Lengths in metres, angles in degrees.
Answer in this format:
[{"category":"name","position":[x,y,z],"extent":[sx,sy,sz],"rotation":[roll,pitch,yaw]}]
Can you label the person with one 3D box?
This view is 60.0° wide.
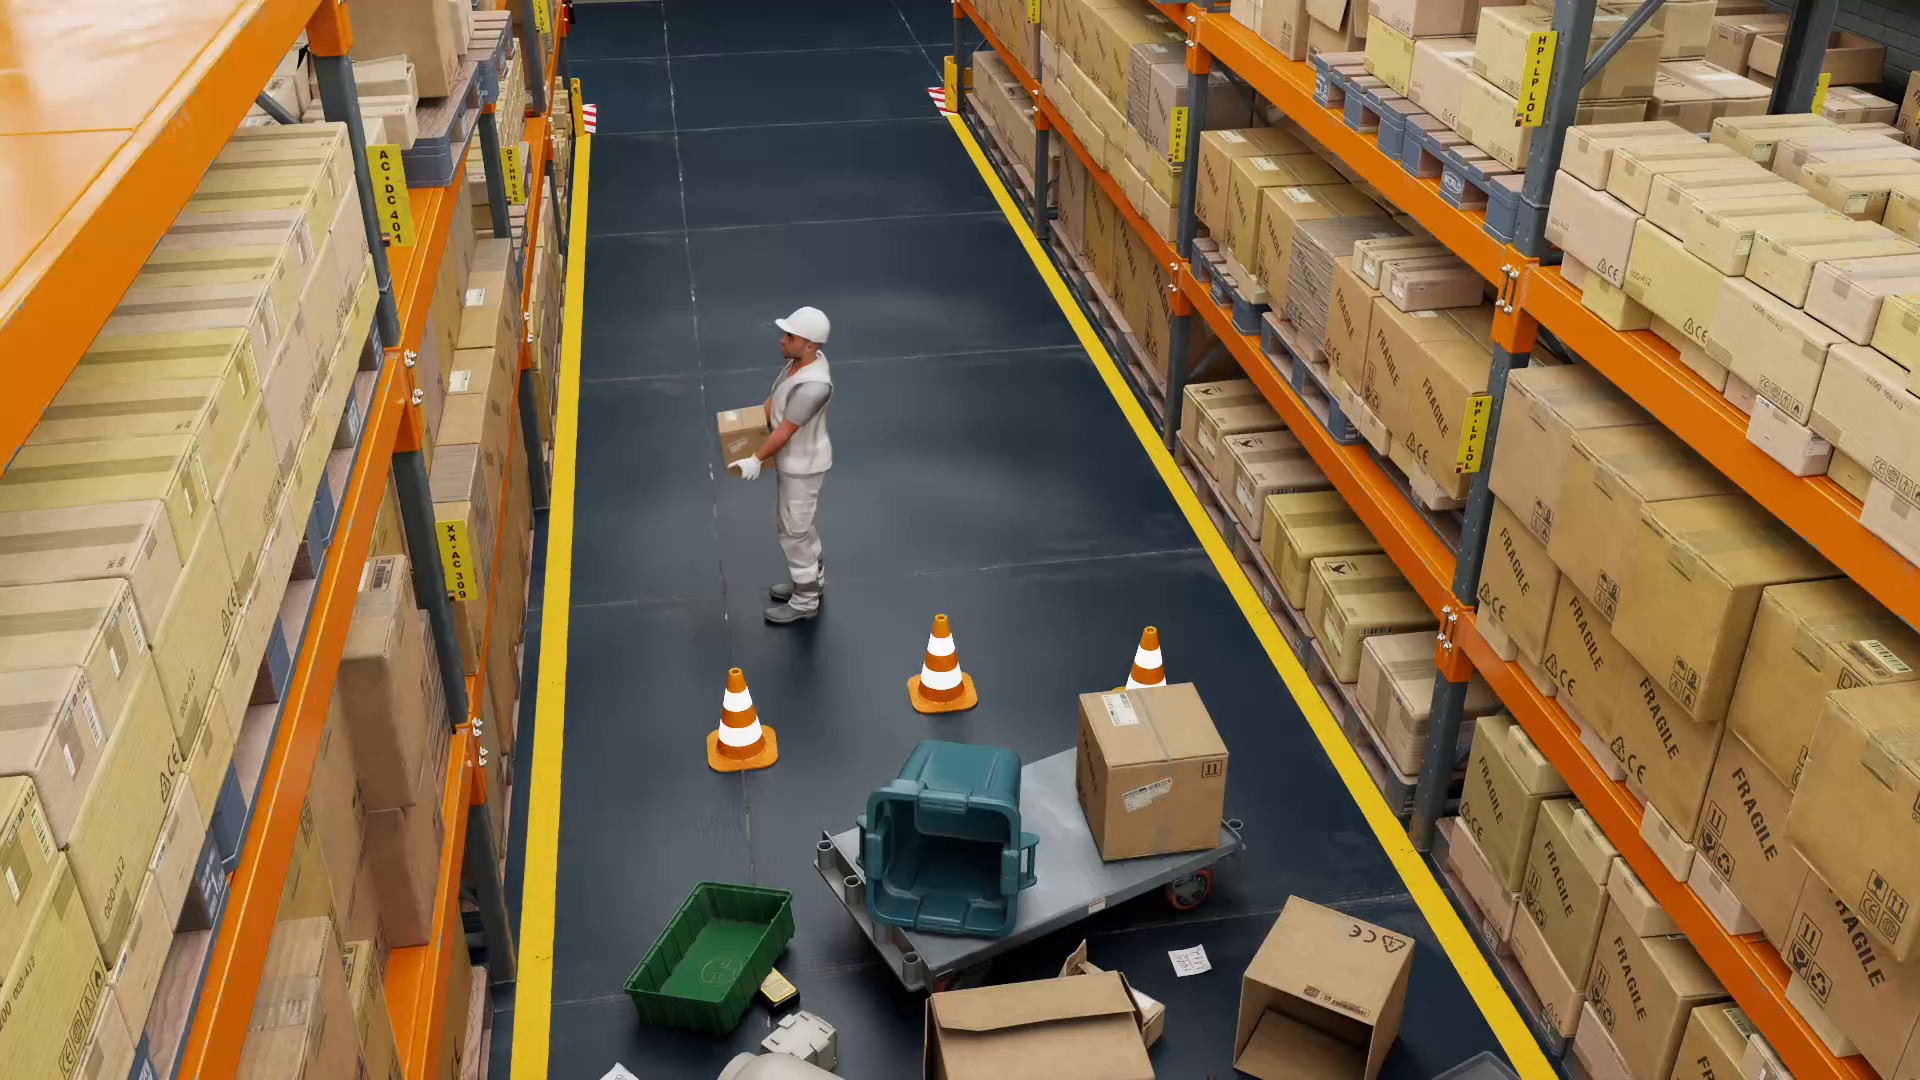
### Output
[{"category":"person","position":[-0.941,-0.383,8.767],"extent":[0.573,1.782,0.494],"rotation":[-5,31,-9]}]
